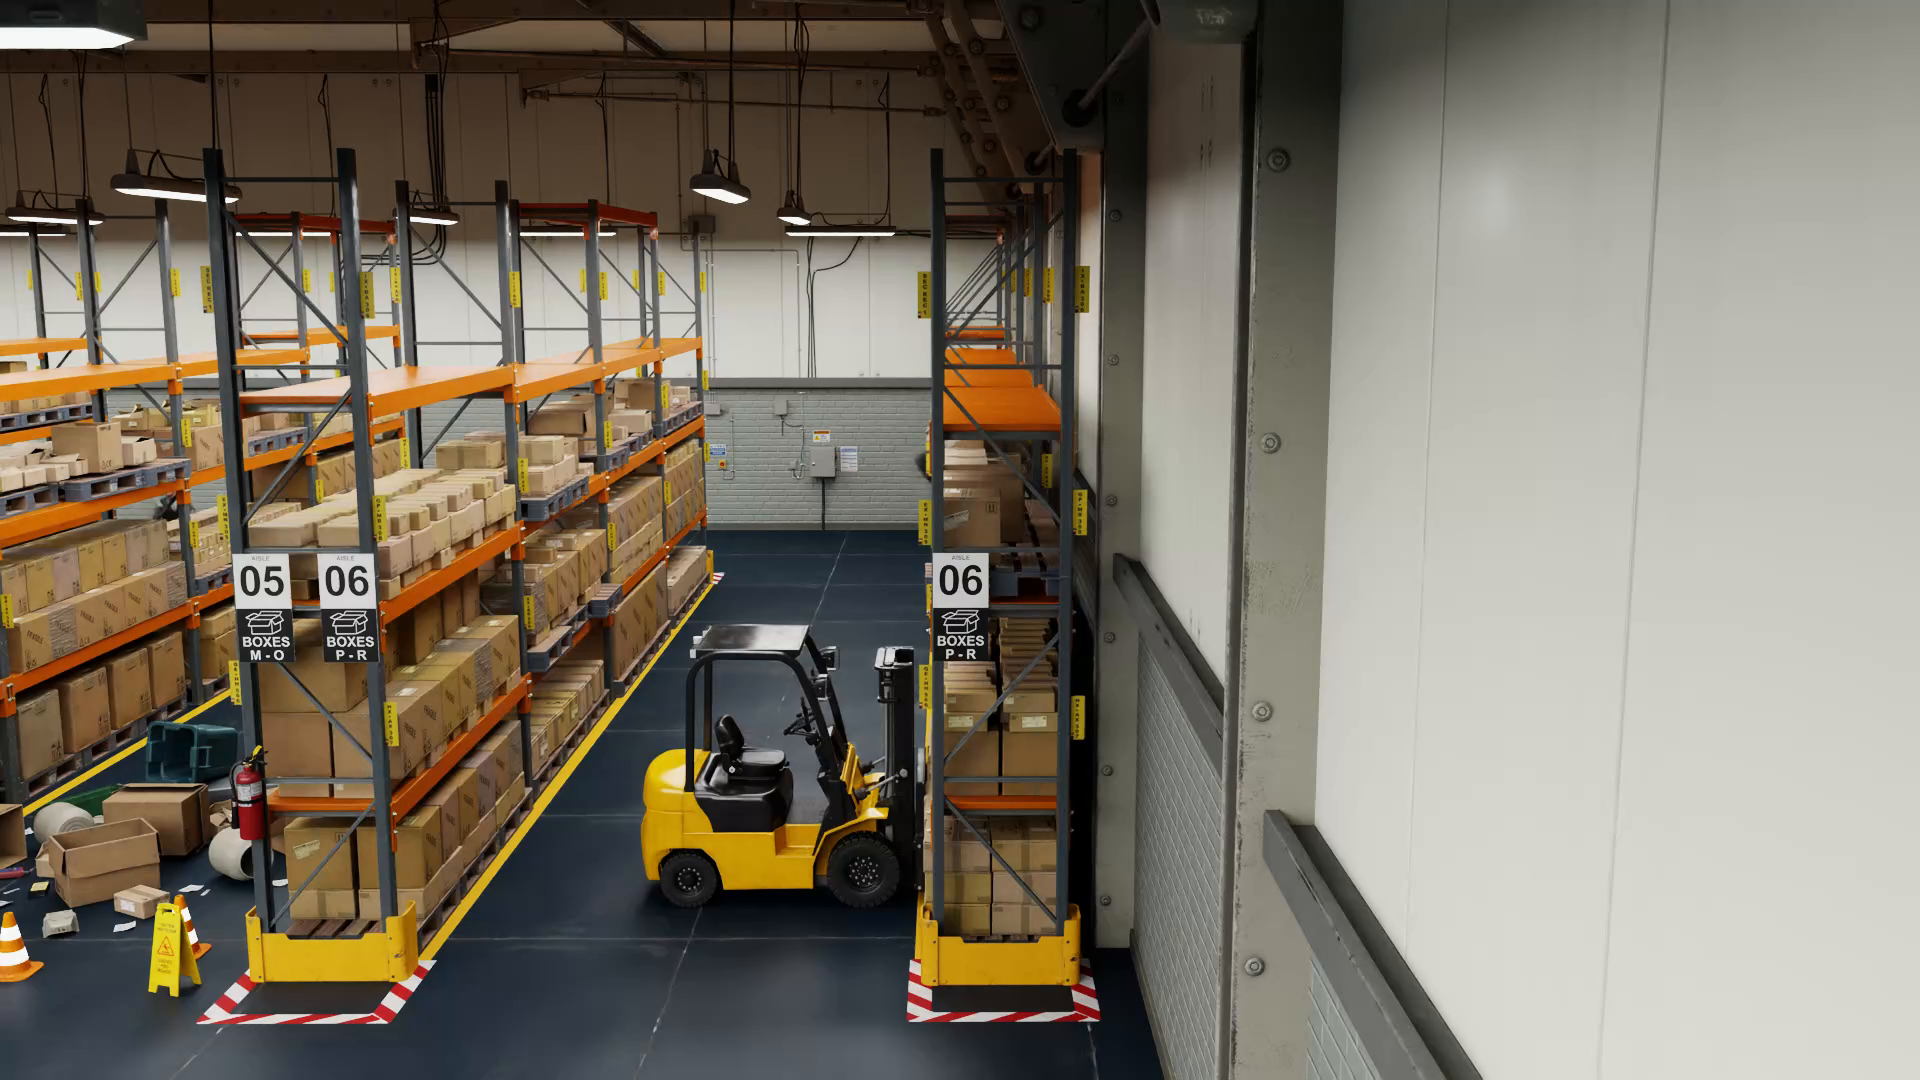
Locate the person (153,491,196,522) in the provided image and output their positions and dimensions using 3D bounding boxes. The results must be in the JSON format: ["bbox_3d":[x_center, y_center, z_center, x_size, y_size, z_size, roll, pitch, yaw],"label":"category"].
[{"bbox_3d":[-13.236,-0.141,28.107,0.715,1.664,0.569,-5,10,-27],"label":"person"}]
